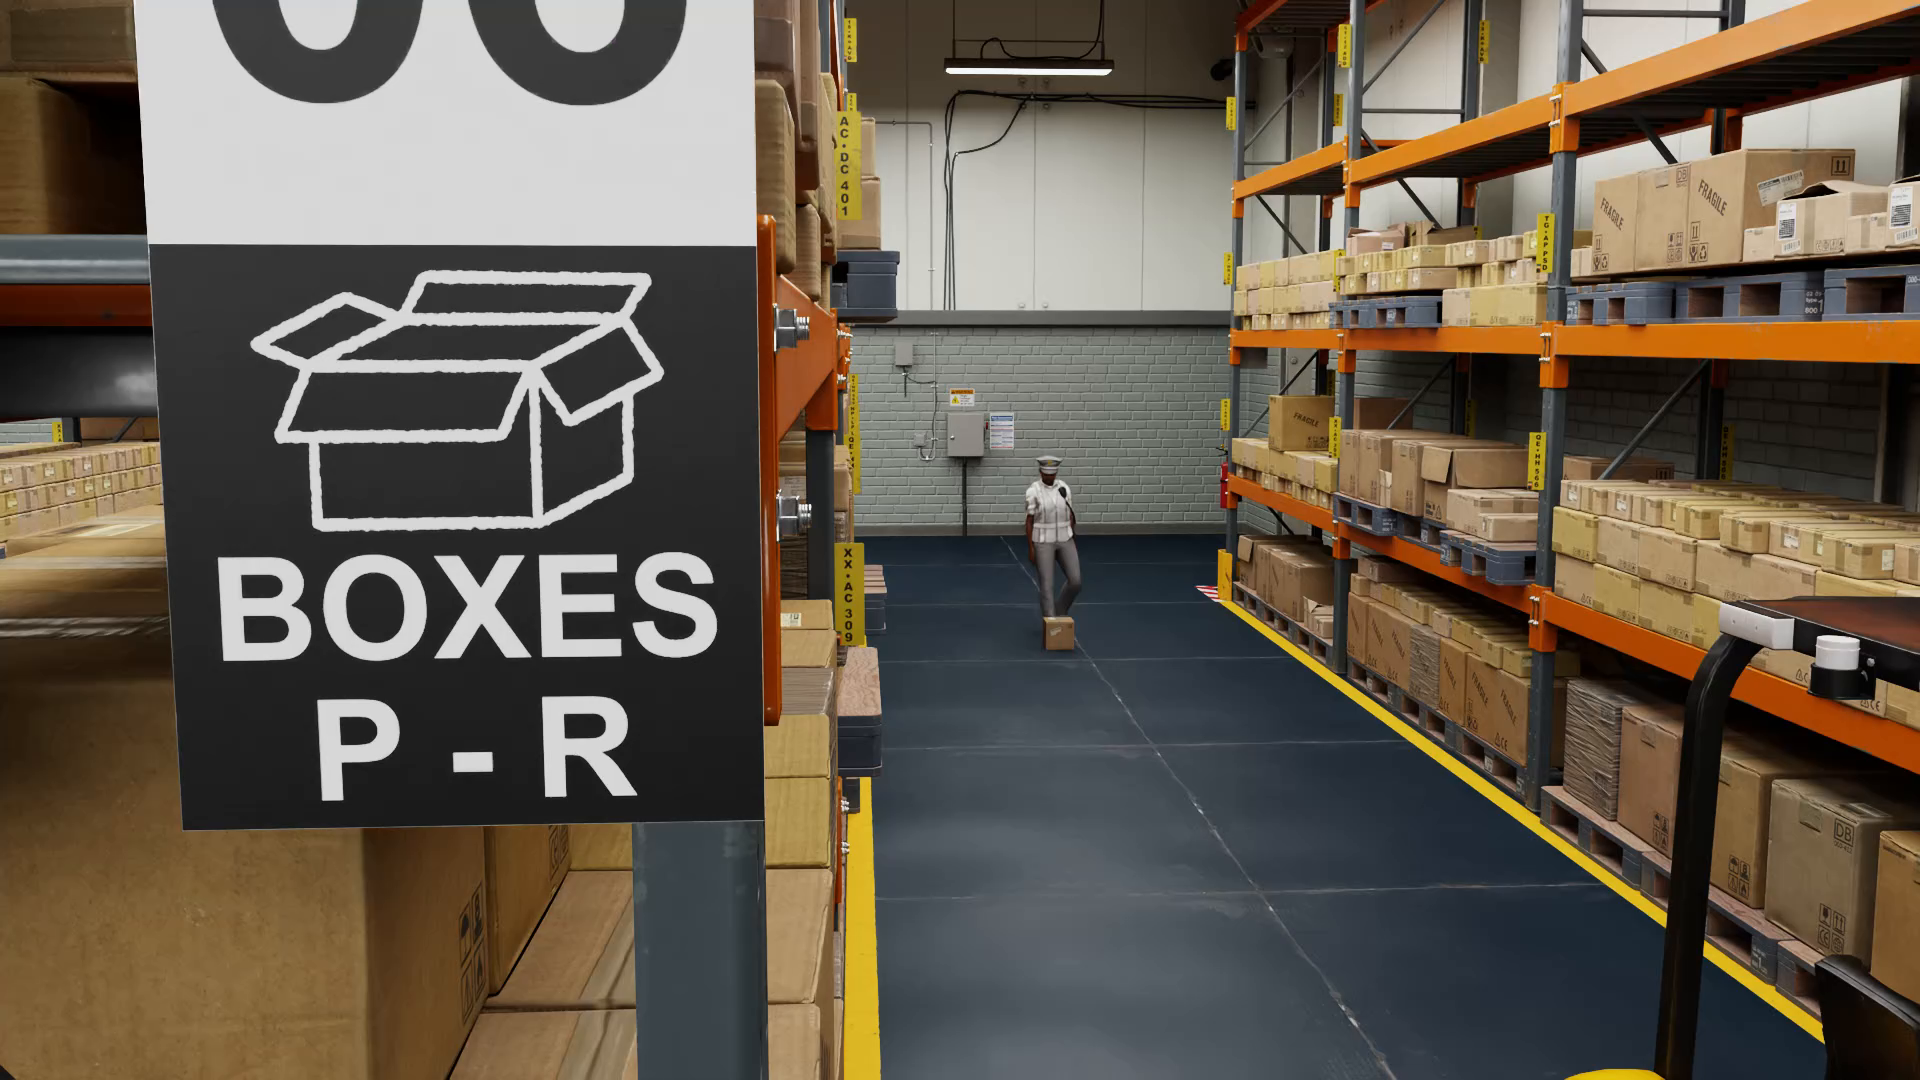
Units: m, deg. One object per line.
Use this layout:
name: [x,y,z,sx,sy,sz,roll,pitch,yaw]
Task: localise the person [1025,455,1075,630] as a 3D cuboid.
person: [0.857,0.055,15.128,0.484,1.645,0.560,-2,7,-15]
